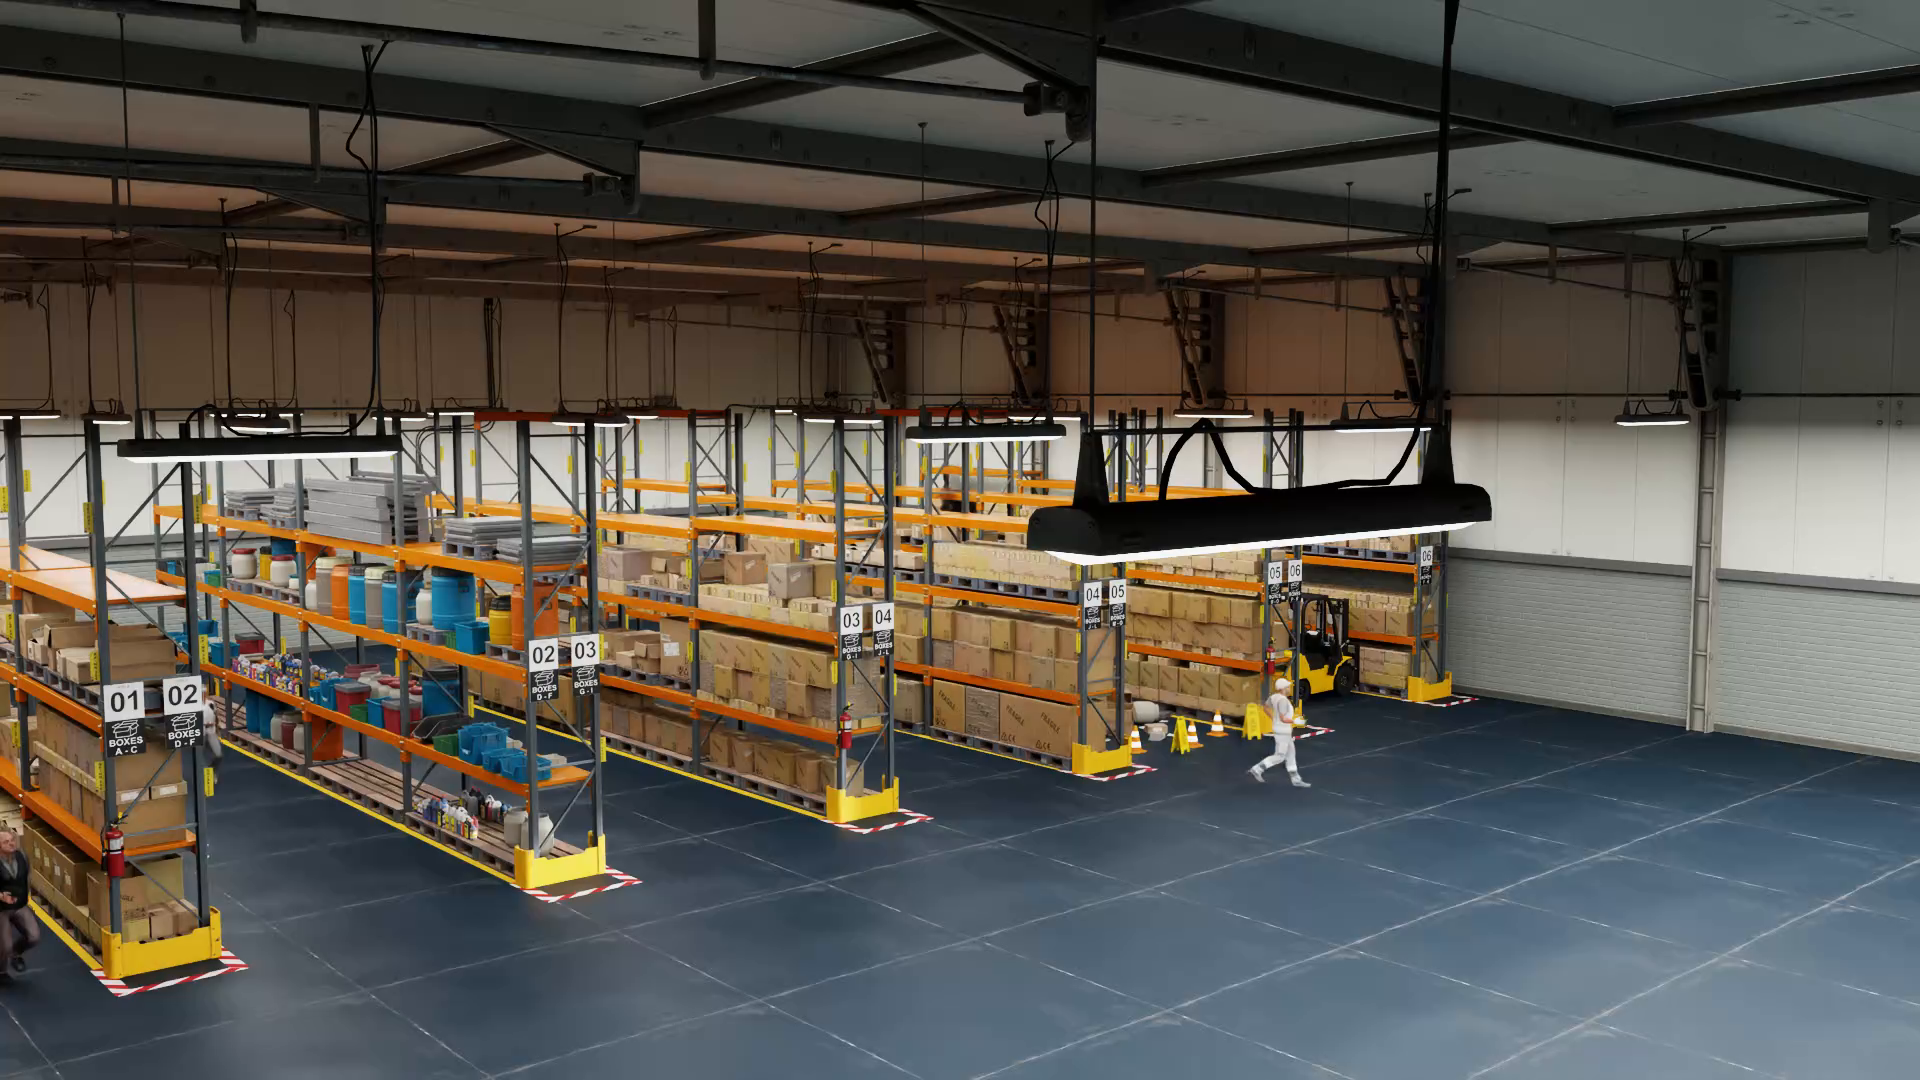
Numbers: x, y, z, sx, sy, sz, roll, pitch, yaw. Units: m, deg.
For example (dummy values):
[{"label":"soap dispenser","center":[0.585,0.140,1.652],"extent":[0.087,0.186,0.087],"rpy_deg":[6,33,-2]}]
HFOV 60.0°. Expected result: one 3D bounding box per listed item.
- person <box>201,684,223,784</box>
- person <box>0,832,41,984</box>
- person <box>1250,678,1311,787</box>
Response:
[{"label":"person","center":[-12.126,3.136,26.753],"extent":[0.655,1.673,0.569],"rpy_deg":[4,7,42]},{"label":"person","center":[-10.158,3.940,17.780],"extent":[0.642,1.667,0.665],"rpy_deg":[3,6,32]},{"label":"person","center":[5.138,3.092,26.609],"extent":[0.996,1.779,0.655],"rpy_deg":[0,5,2]}]
